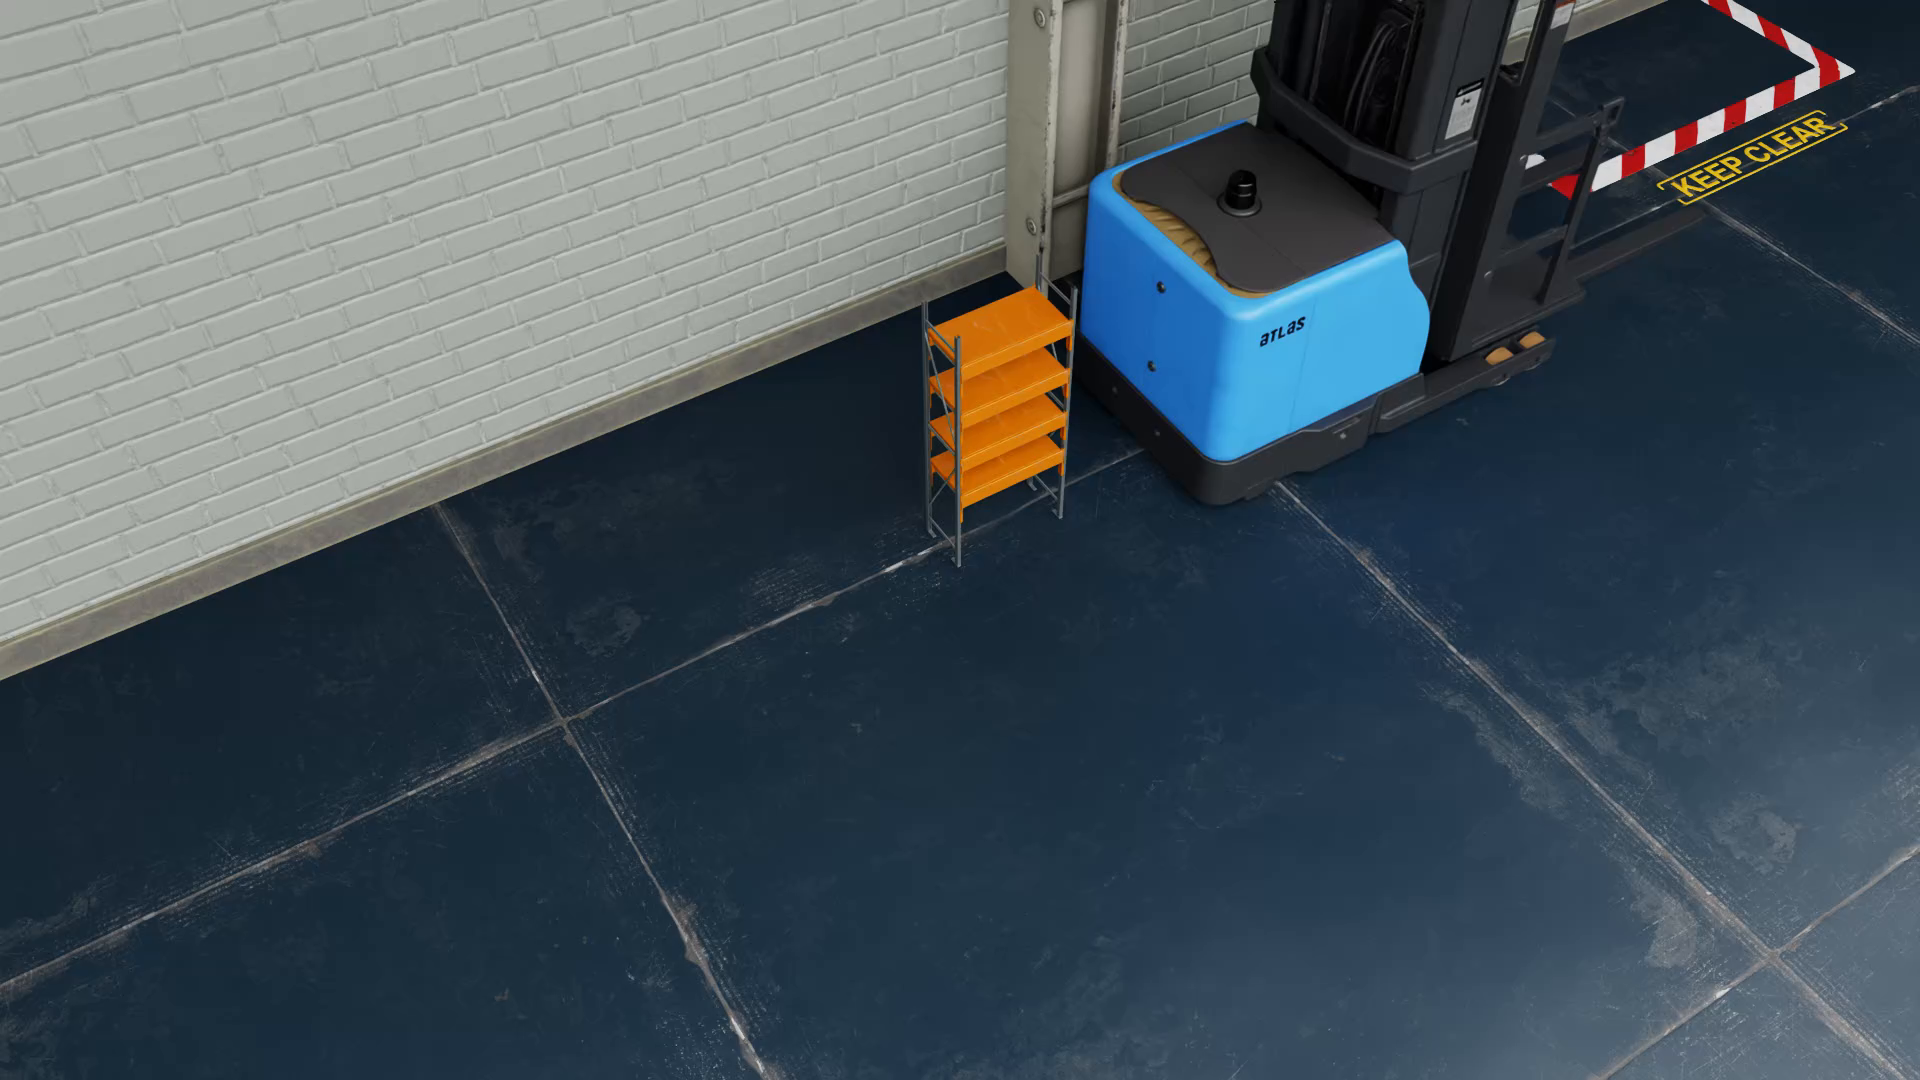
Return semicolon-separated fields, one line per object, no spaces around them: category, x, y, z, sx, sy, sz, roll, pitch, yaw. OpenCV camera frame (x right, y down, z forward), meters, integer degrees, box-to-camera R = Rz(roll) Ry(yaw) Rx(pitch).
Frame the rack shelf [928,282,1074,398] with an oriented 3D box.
rack shelf;0.140;-0.726;6.012;0.480;0.148;0.258;-25;53;-21

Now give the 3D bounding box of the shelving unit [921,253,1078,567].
shelving unit;0.140;-0.465;6.306;0.503;1.200;0.258;-25;53;-21

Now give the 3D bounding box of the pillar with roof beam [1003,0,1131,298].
pillar with roof beam;2.745;-1.549;2.049;0.400;9.000;9.100;-25;53;-21

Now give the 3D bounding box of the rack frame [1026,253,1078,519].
rack frame;0.346;-0.562;6.393;0.015;1.200;0.240;-25;53;-21

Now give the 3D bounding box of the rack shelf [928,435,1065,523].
rack shelf;0.140;-0.288;6.504;0.480;0.148;0.258;-25;53;-21

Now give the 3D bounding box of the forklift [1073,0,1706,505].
forklift;2.018;-1.965;6.482;3.031;2.935;1.130;-25;53;-20

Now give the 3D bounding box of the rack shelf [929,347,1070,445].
rack shelf;0.140;-0.569;6.189;0.480;0.148;0.258;-25;53;-21

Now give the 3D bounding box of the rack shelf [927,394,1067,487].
rack shelf;0.140;-0.420;6.356;0.480;0.148;0.258;-25;53;-21

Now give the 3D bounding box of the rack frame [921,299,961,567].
rack frame;-0.066;-0.368;6.219;0.015;1.200;0.240;-25;53;-21
